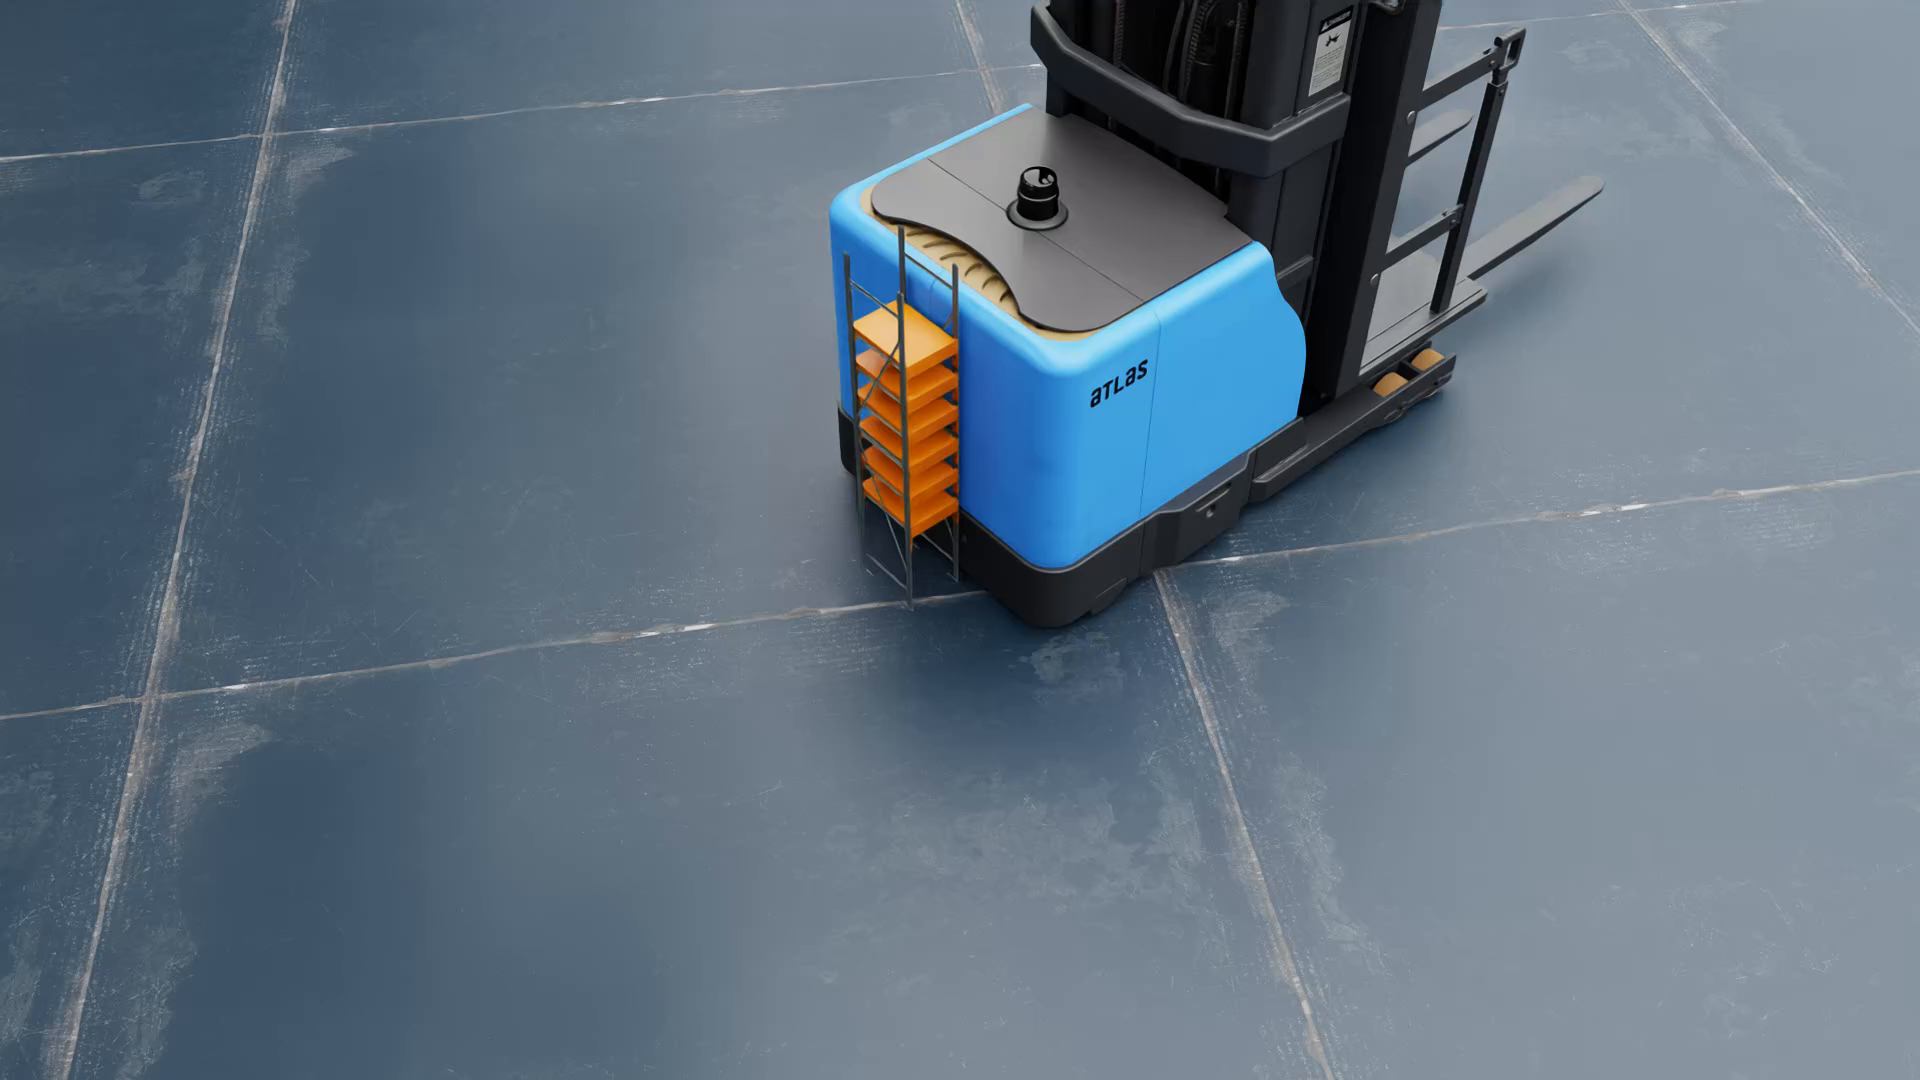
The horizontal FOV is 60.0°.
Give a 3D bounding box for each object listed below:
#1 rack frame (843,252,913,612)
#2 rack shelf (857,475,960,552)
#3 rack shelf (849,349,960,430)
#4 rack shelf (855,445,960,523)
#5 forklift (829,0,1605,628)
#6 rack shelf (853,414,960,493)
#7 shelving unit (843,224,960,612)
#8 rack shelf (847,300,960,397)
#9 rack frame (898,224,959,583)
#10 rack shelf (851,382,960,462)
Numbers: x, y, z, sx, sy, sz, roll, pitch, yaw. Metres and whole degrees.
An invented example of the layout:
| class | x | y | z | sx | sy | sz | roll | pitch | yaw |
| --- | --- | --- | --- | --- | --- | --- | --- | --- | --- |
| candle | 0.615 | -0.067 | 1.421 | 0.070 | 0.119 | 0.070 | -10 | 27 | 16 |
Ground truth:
| class | x | y | z | sx | sy | sz | roll | pitch | yaw |
| --- | --- | --- | --- | --- | --- | --- | --- | --- | --- |
| rack frame | -0.222 | -0.264 | 4.671 | 0.006 | 1.200 | 0.240 | -32 | 54 | -27 |
| rack shelf | -0.153 | -0.109 | 4.917 | 0.180 | 0.103 | 0.258 | -32 | 54 | -27 |
| rack shelf | -0.153 | -0.442 | 4.571 | 0.180 | 0.103 | 0.258 | -32 | 54 | -27 |
| rack shelf | -0.153 | -0.193 | 4.831 | 0.180 | 0.103 | 0.258 | -32 | 54 | -27 |
| forklift | 1.058 | -1.674 | 4.828 | 3.031 | 2.935 | 1.130 | -32 | 54 | -27 |
| rack shelf | -0.153 | -0.276 | 4.744 | 0.180 | 0.103 | 0.258 | -32 | 54 | -27 |
| shelving unit | -0.153 | -0.307 | 4.712 | 0.189 | 1.200 | 0.258 | -32 | 54 | -27 |
| rack shelf | -0.153 | -0.526 | 4.485 | 0.180 | 0.103 | 0.258 | -32 | 54 | -27 |
| rack frame | -0.084 | -0.350 | 4.754 | 0.006 | 1.200 | 0.240 | -32 | 54 | -27 |
| rack shelf | -0.153 | -0.359 | 4.658 | 0.180 | 0.103 | 0.258 | -32 | 54 | -27 |
